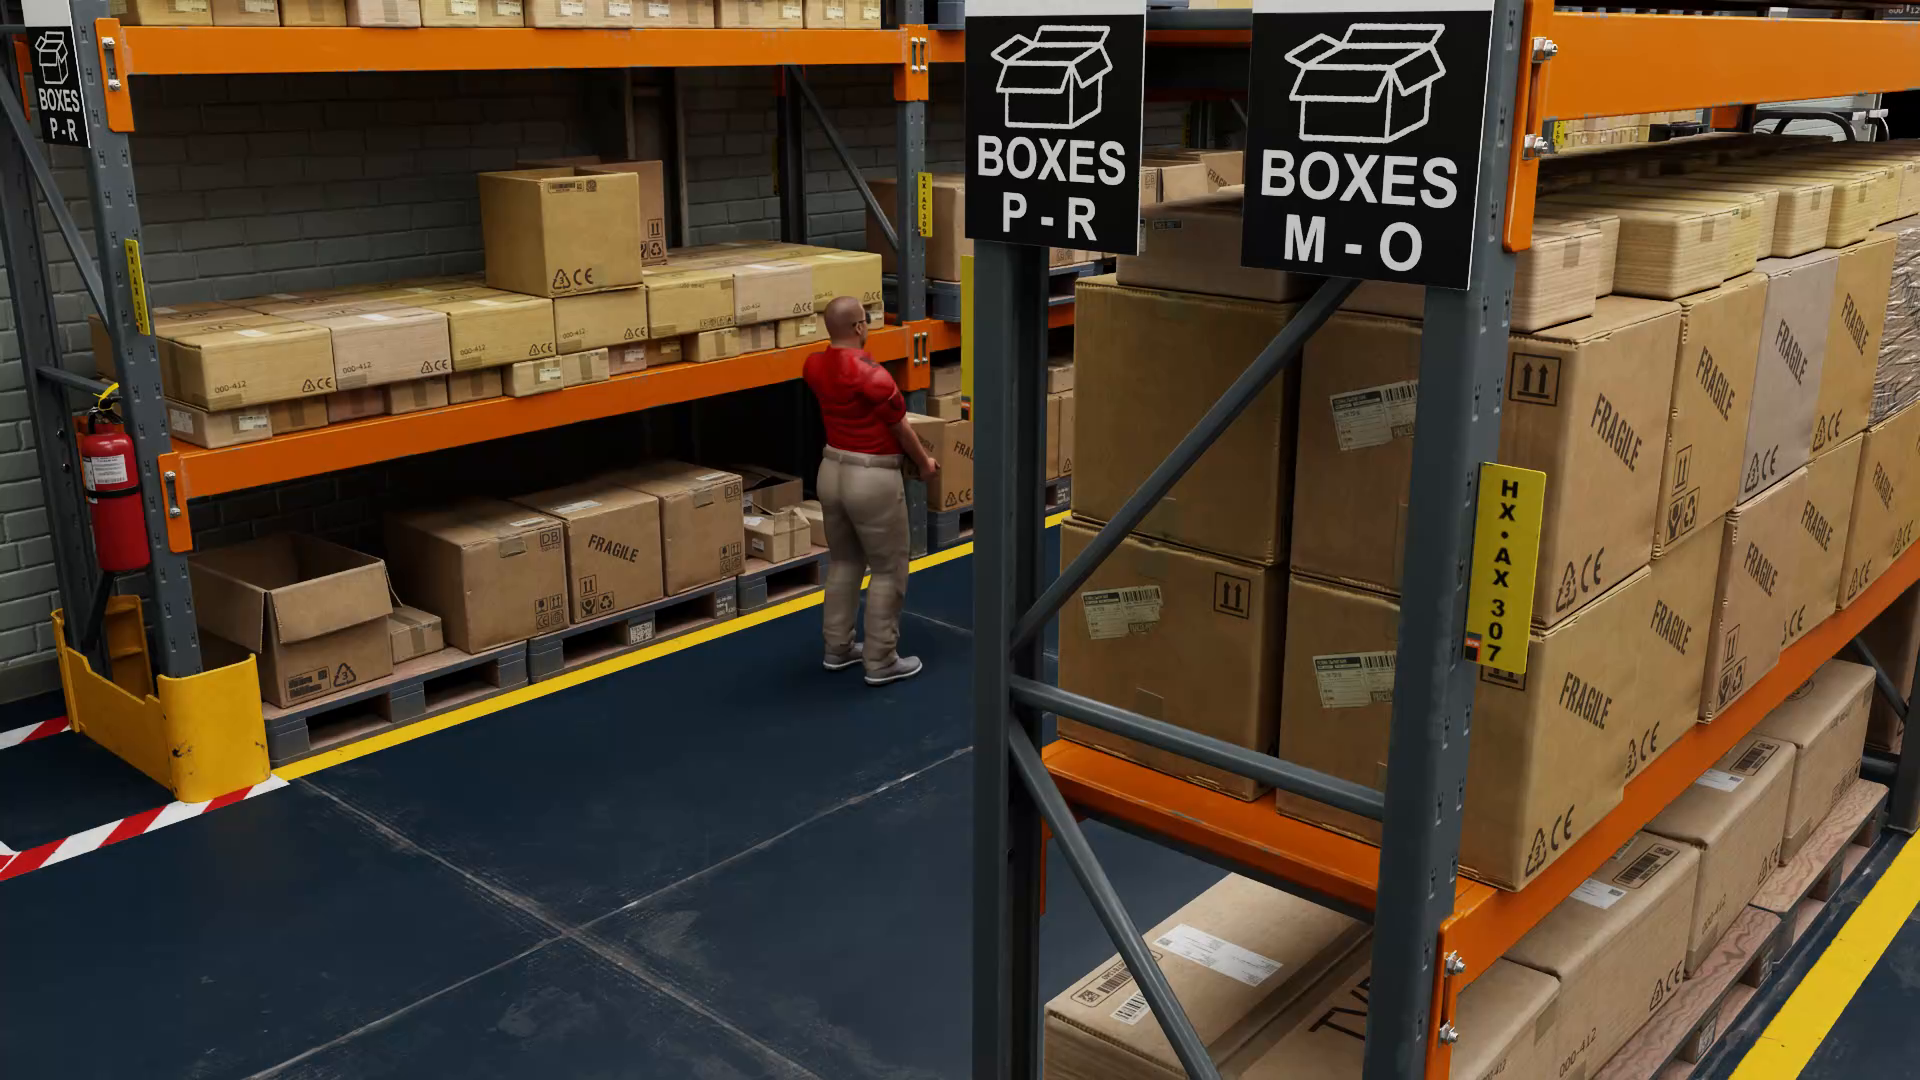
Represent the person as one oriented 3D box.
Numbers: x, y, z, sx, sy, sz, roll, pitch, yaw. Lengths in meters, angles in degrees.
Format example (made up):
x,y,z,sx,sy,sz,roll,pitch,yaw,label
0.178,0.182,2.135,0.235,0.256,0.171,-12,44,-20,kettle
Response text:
x,y,z,sx,sy,sz,roll,pitch,yaw,label
-0.377,-0.245,7.404,0.495,1.715,0.530,15,22,41,person
